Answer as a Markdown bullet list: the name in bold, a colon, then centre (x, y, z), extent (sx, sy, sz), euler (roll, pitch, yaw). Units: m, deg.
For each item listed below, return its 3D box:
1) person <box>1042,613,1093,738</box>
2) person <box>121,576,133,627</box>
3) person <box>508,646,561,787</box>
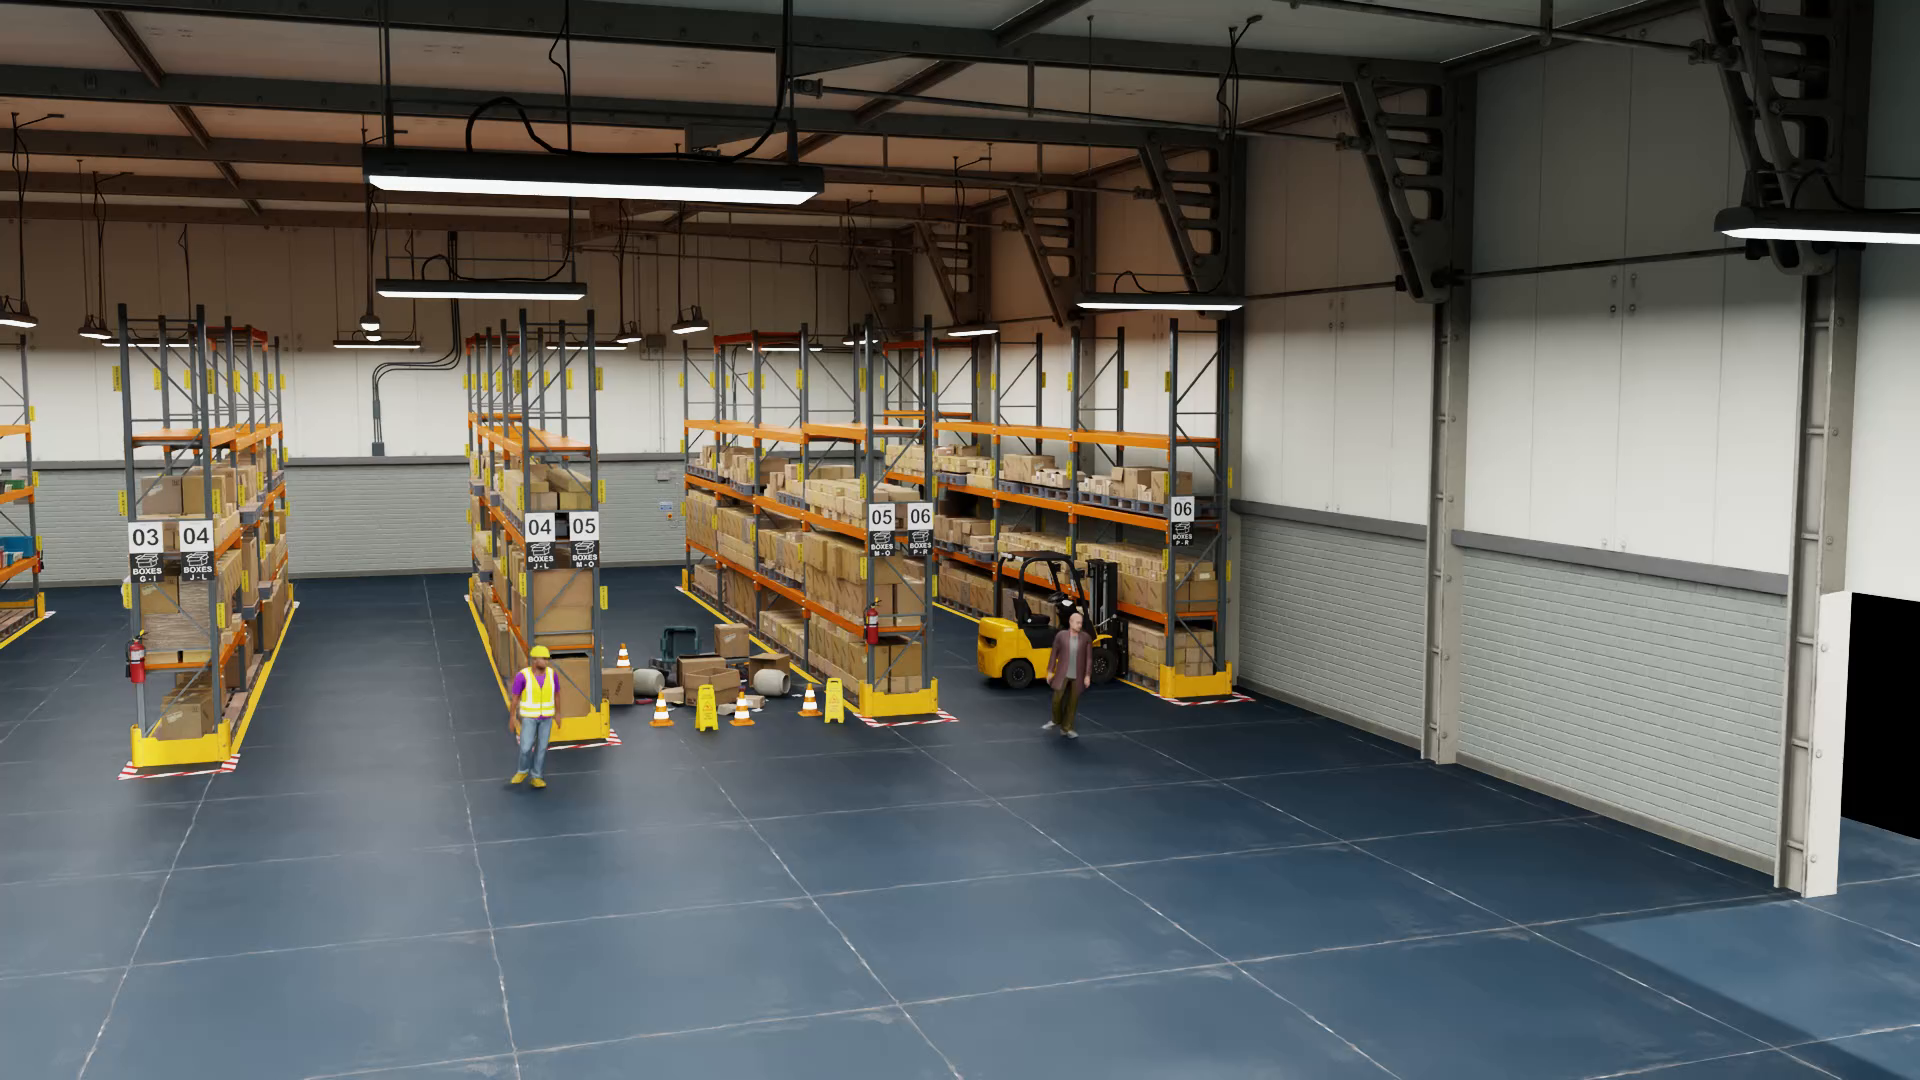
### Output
- **person**: centre (1.514, 1.900, 23.401), extent (0.698, 1.766, 0.526), euler (0, 5, -5)
- **person**: centre (-15.698, 1.207, 31.731), extent (0.596, 1.581, 0.795), euler (-5, 7, -40)
- **person**: centre (-5.237, 2.172, 20.502), extent (0.635, 1.757, 0.446), euler (-4, 7, -34)
